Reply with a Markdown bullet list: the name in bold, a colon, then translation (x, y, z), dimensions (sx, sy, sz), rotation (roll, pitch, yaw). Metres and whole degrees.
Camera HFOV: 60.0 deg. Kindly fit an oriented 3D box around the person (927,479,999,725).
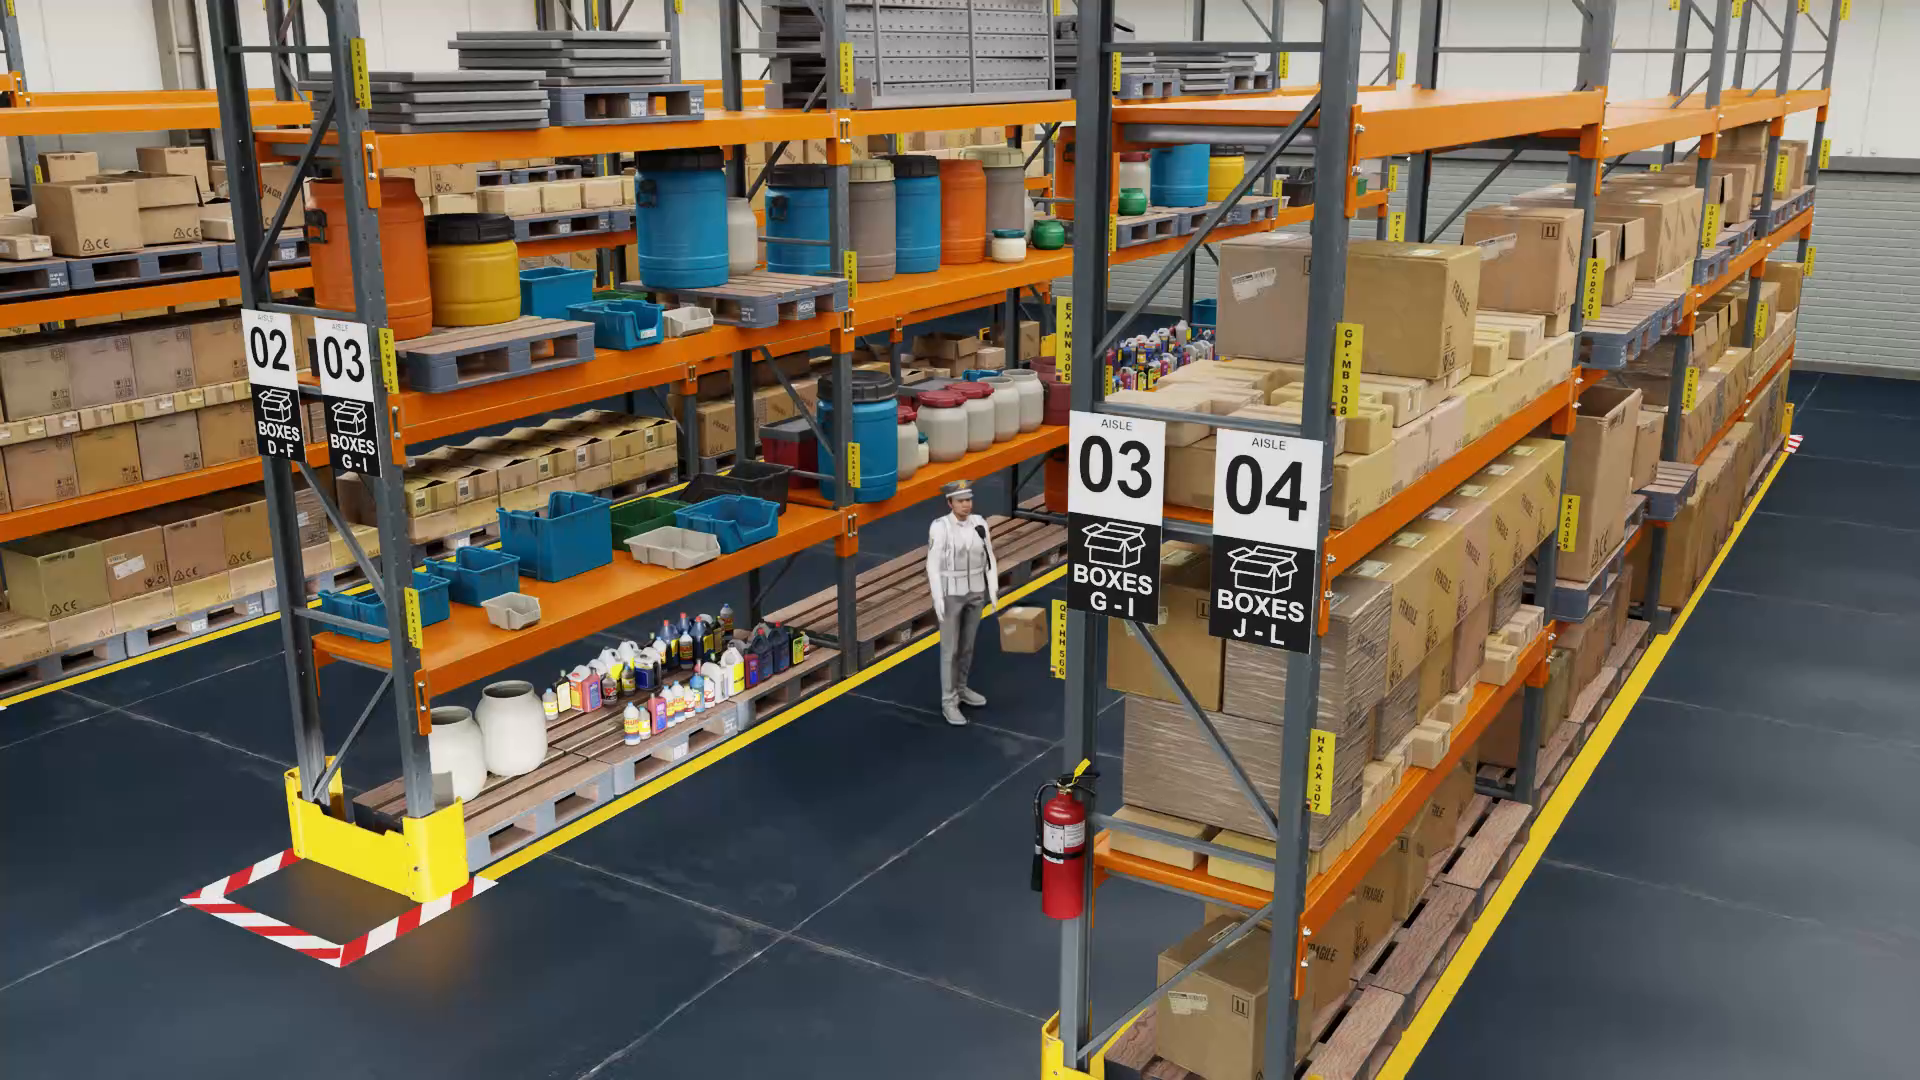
- **person**: translation (0.041, 0.401, 11.585), dimensions (0.537, 1.687, 0.532), rotation (-9, 18, -27)
